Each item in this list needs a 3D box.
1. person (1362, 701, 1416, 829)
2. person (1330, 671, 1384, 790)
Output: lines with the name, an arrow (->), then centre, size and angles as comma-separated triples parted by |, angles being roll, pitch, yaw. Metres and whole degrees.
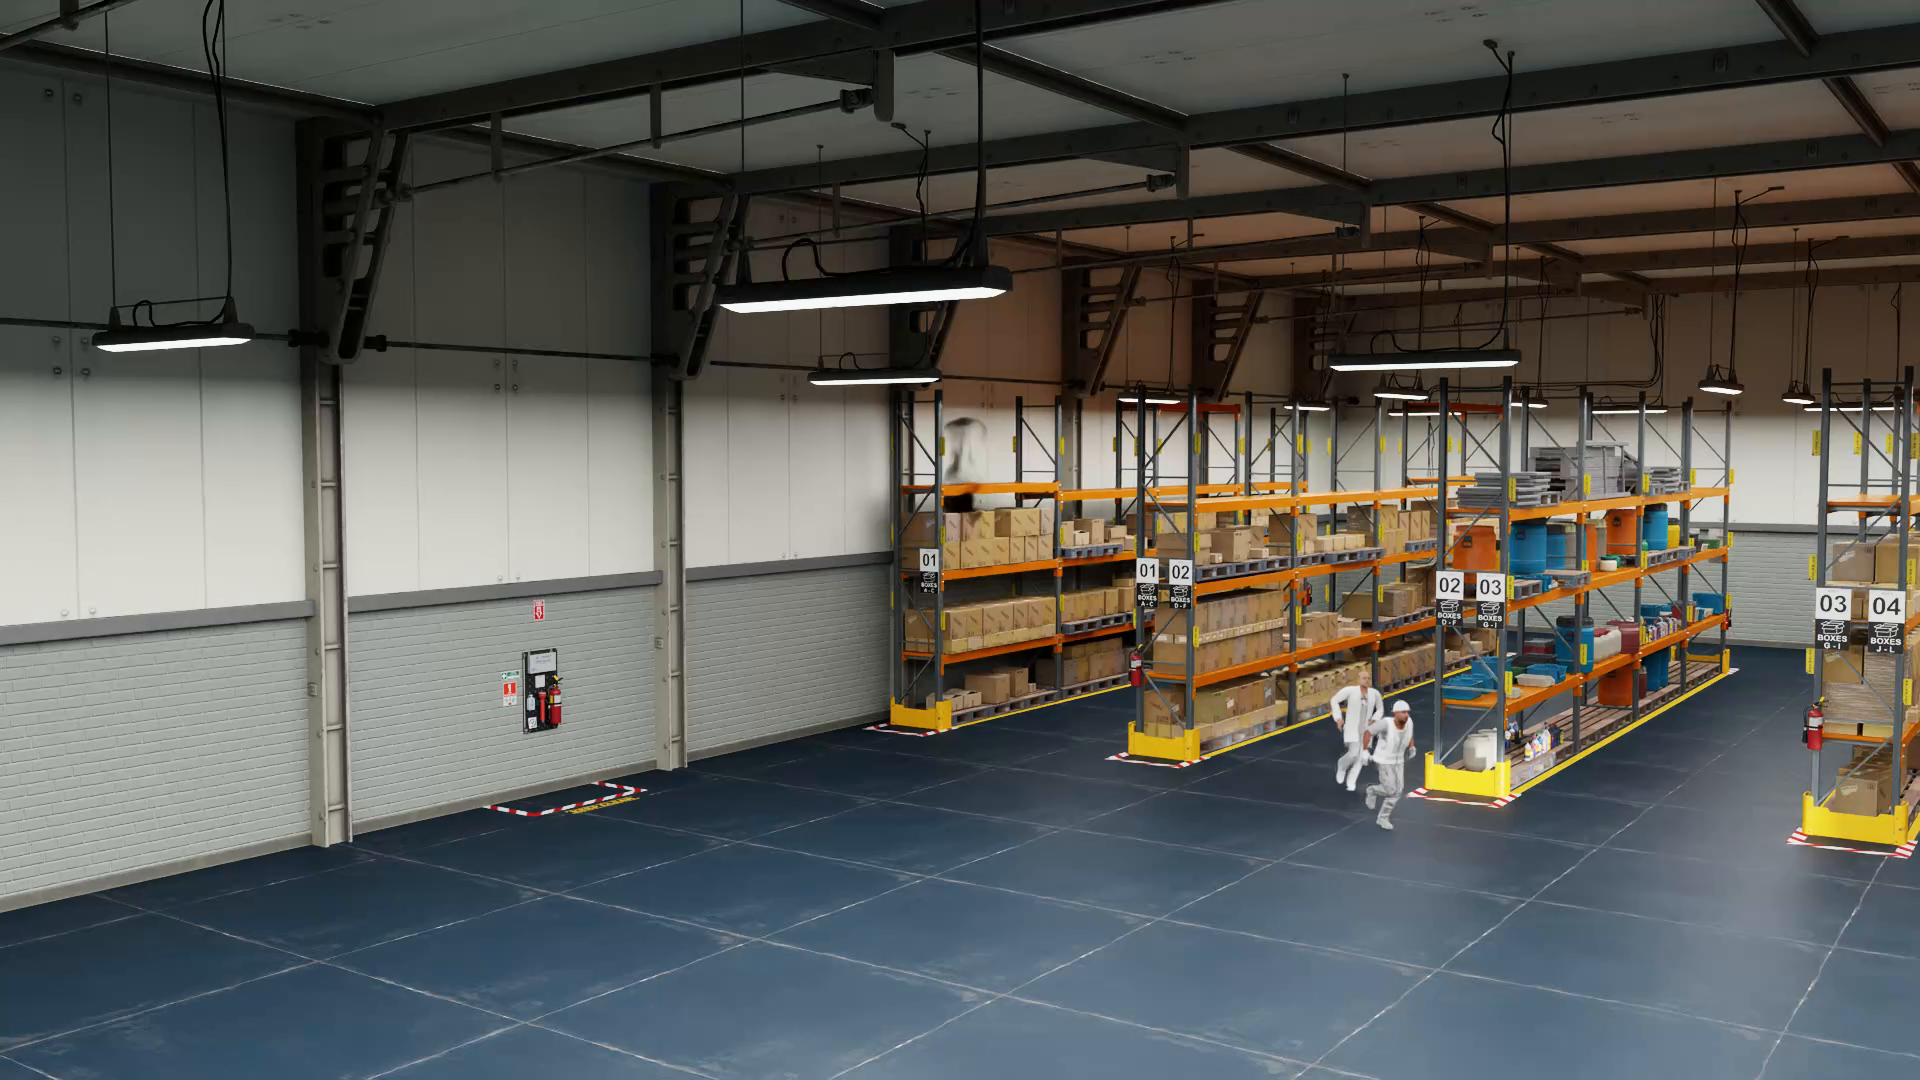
person -> 5.649, 2.934, 21.872 | 0.674, 1.705, 0.759 | -2, 4, -28
person -> 5.847, 2.783, 24.362 | 0.747, 1.739, 0.569 | -1, 3, -11
